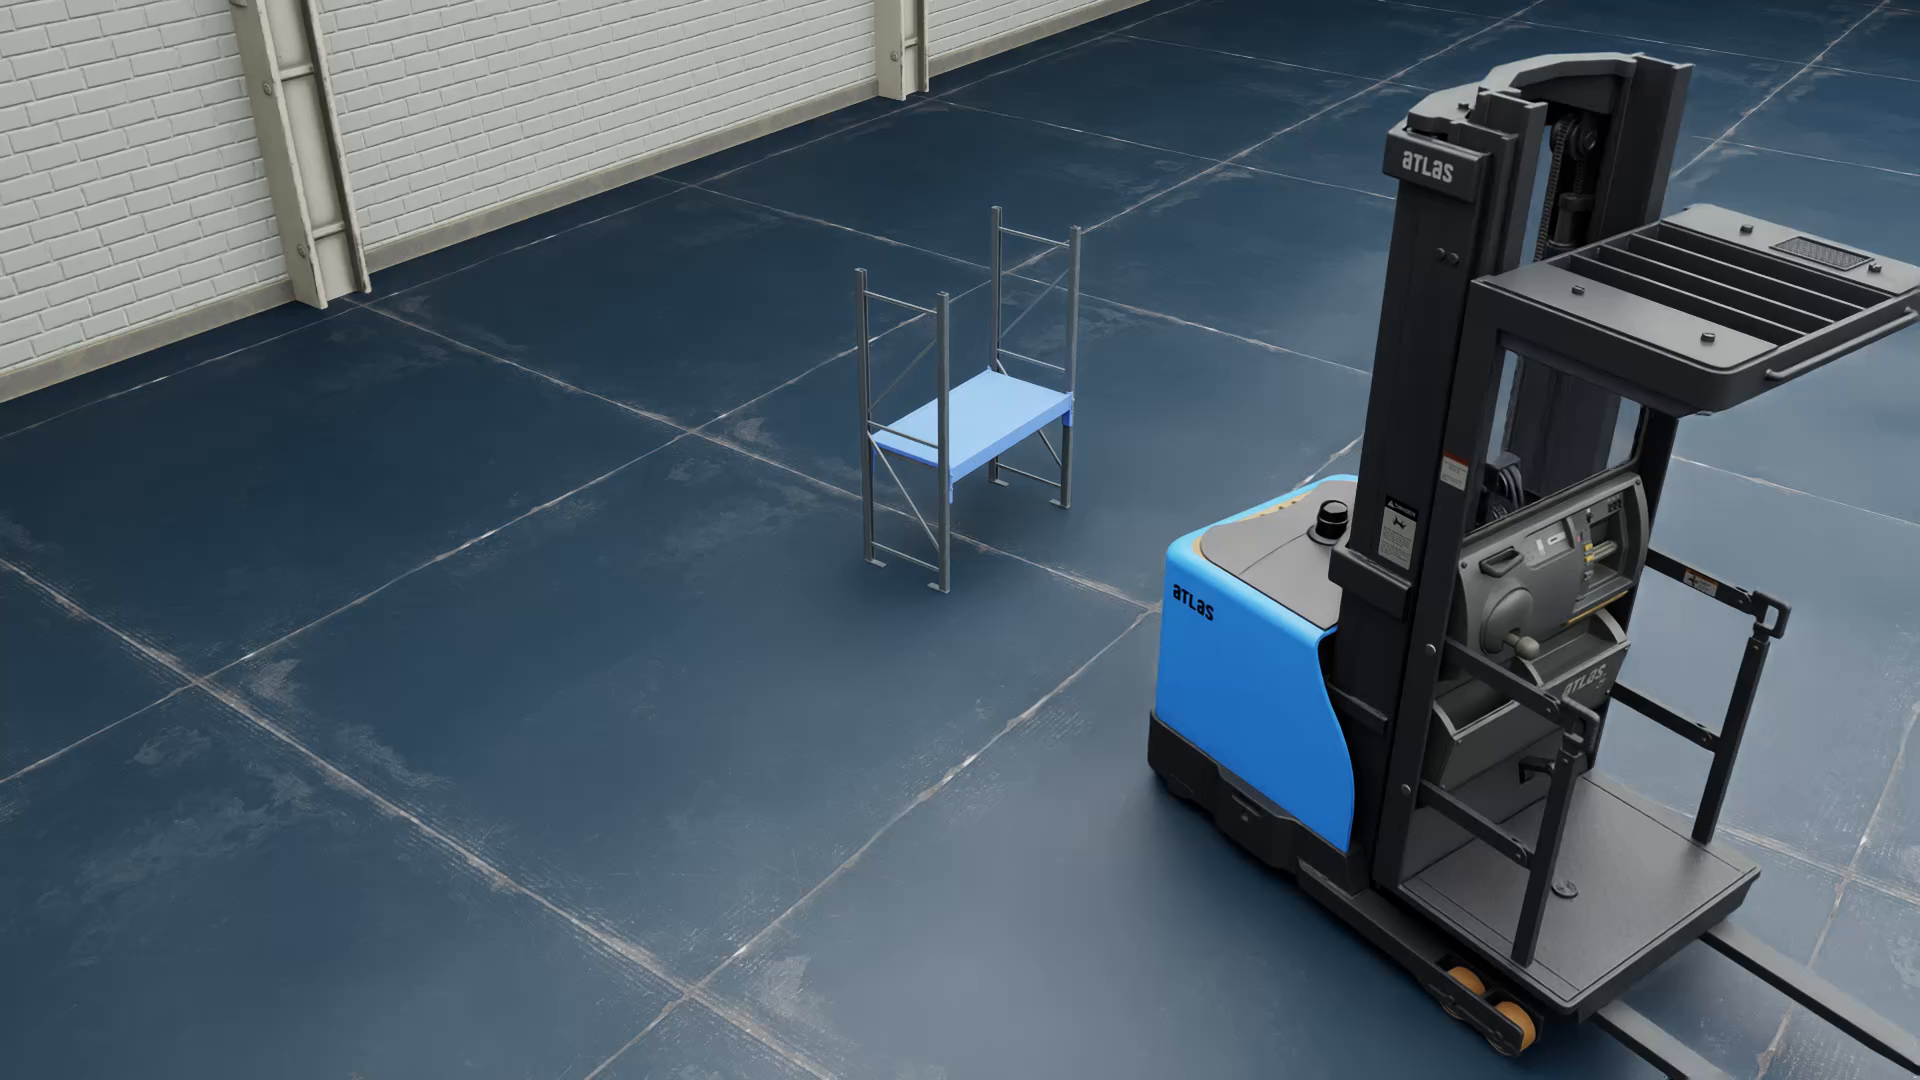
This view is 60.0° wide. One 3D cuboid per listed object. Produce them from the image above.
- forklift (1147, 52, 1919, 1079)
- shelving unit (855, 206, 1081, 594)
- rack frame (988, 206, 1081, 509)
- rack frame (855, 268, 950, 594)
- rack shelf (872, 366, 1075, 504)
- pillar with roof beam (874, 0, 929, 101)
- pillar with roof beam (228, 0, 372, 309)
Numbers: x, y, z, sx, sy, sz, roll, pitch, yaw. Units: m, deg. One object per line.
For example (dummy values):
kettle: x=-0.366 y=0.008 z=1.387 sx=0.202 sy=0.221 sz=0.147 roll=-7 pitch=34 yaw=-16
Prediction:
forklift: x=2.023 y=0.131 z=5.155 sx=1.130 sy=2.935 sz=3.031 roll=-21 pitch=36 yaw=-31
shelving unit: x=0.052 y=-0.680 z=7.926 sx=0.538 sy=1.500 sz=1.048 roll=21 pitch=37 yaw=31
rack frame: x=0.358 y=-0.887 z=8.275 sx=0.500 sy=1.500 sz=0.032 roll=21 pitch=37 yaw=31
rack frame: x=-0.255 y=-0.473 z=7.577 sx=0.500 sy=1.500 sz=0.032 roll=21 pitch=37 yaw=31
rack shelf: x=0.052 y=-0.525 z=8.018 sx=0.538 sy=0.185 sz=1.000 roll=21 pitch=37 yaw=31
pillar with roof beam: x=2.911 y=-6.607 z=10.572 sx=9.100 sy=9.000 sz=0.400 roll=21 pitch=37 yaw=31
pillar with roof beam: x=-0.711 y=-4.168 z=6.457 sx=9.100 sy=9.000 sz=0.400 roll=21 pitch=37 yaw=31
